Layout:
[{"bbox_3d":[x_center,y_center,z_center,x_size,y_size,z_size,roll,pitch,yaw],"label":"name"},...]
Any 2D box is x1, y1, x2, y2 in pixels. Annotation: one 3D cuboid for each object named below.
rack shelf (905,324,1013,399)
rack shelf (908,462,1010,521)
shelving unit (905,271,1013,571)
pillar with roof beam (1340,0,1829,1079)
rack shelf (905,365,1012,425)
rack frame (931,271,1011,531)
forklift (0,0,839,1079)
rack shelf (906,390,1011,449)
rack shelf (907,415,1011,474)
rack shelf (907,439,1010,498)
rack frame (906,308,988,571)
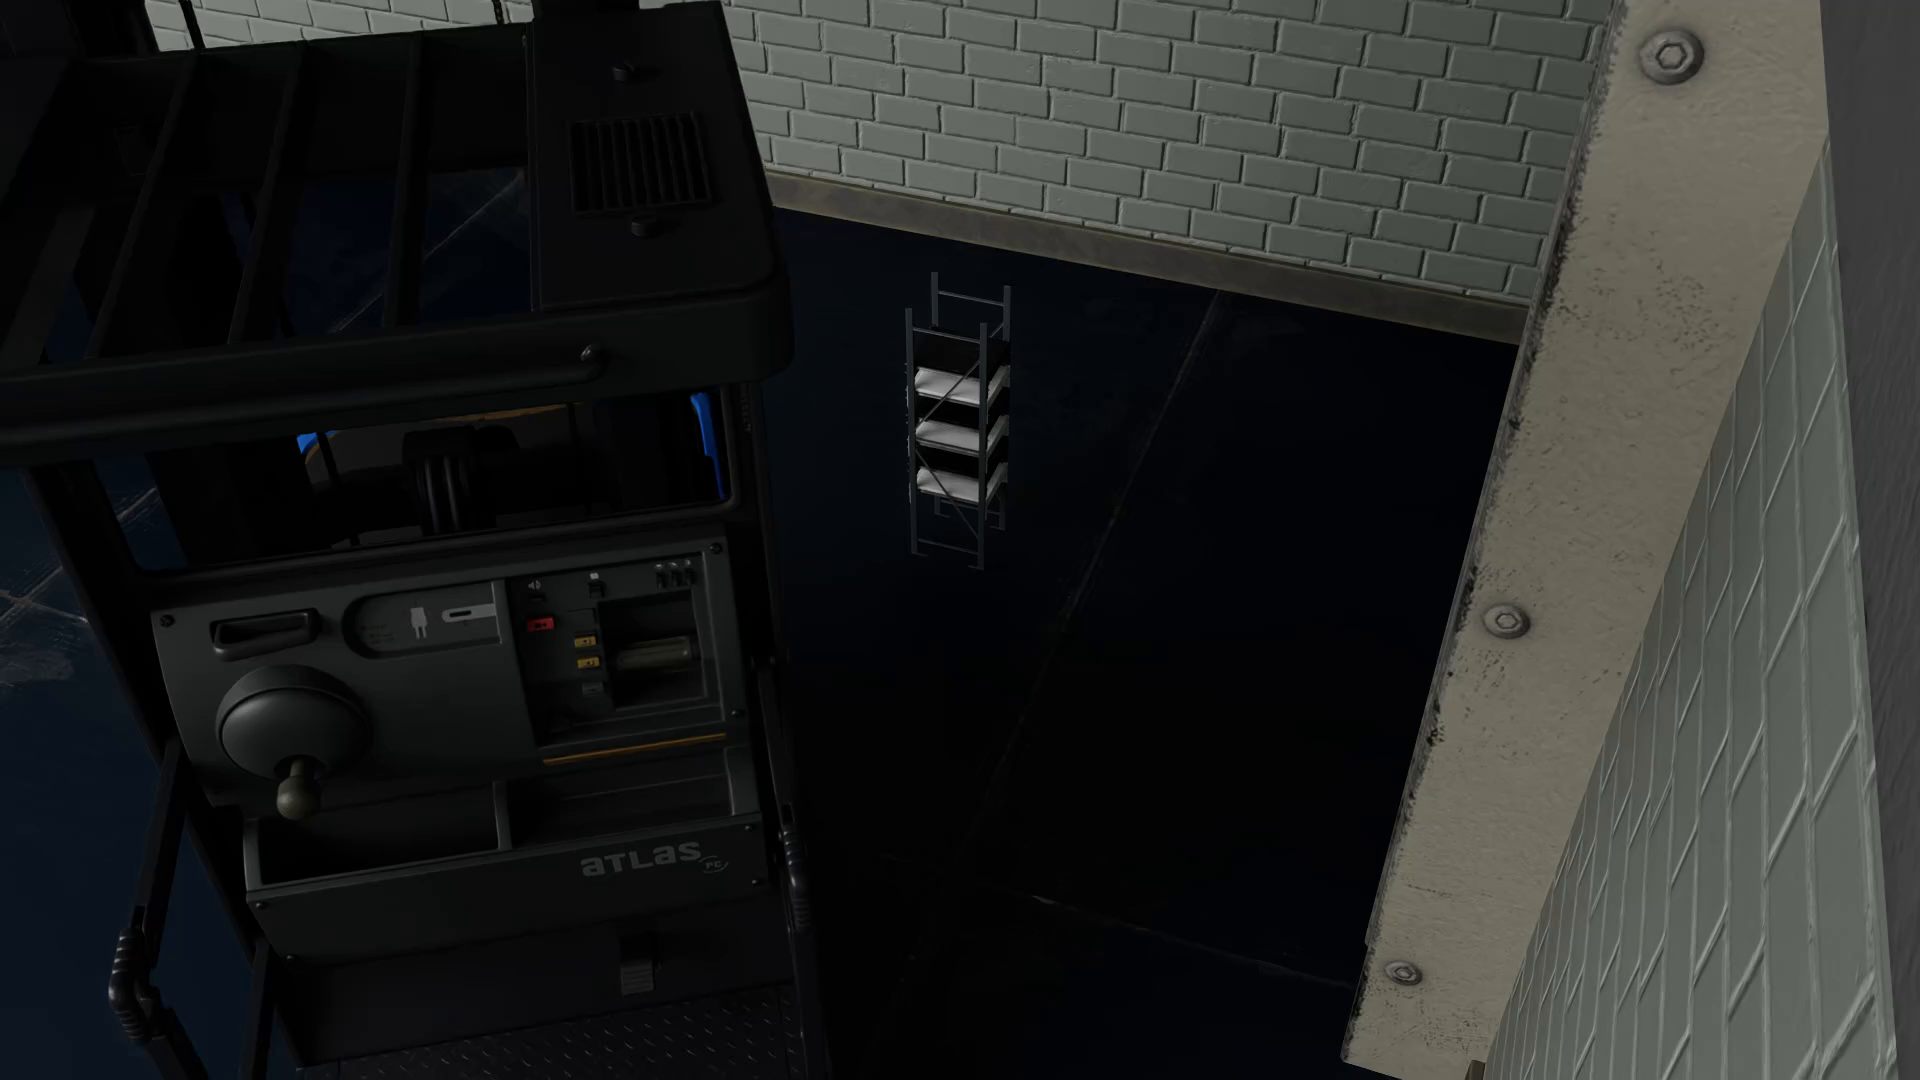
[{"bbox_3d":[-0.003,-0.517,4.799,0.258,0.077,0.200,13,42,15],"label":"rack shelf"},{"bbox_3d":[-0.003,-0.175,5.091,0.258,0.077,0.200,13,42,15],"label":"rack shelf"},{"bbox_3d":[-0.003,-0.337,4.952,0.258,0.900,0.210,13,42,15],"label":"shelving unit"},{"bbox_3d":[-2.956,-3.264,2.143,9.100,9.000,0.400,13,42,15],"label":"pillar with roof beam"},{"bbox_3d":[-0.003,-0.449,4.857,0.258,0.077,0.200,13,42,15],"label":"rack shelf"},{"bbox_3d":[0.032,-0.399,5.025,0.240,0.900,0.006,13,42,15],"label":"rack frame"},{"bbox_3d":[-0.796,0.303,2.637,1.130,2.935,3.031,-8,41,-9],"label":"forklift"},{"bbox_3d":[-0.003,-0.381,4.915,0.258,0.077,0.200,13,42,15],"label":"rack shelf"},{"bbox_3d":[-0.003,-0.312,4.974,0.258,0.077,0.200,13,42,15],"label":"rack shelf"},{"bbox_3d":[-0.003,-0.244,5.032,0.258,0.077,0.200,13,42,15],"label":"rack shelf"},{"bbox_3d":[-0.038,-0.275,4.879,0.240,0.900,0.006,13,42,15],"label":"rack frame"}]
